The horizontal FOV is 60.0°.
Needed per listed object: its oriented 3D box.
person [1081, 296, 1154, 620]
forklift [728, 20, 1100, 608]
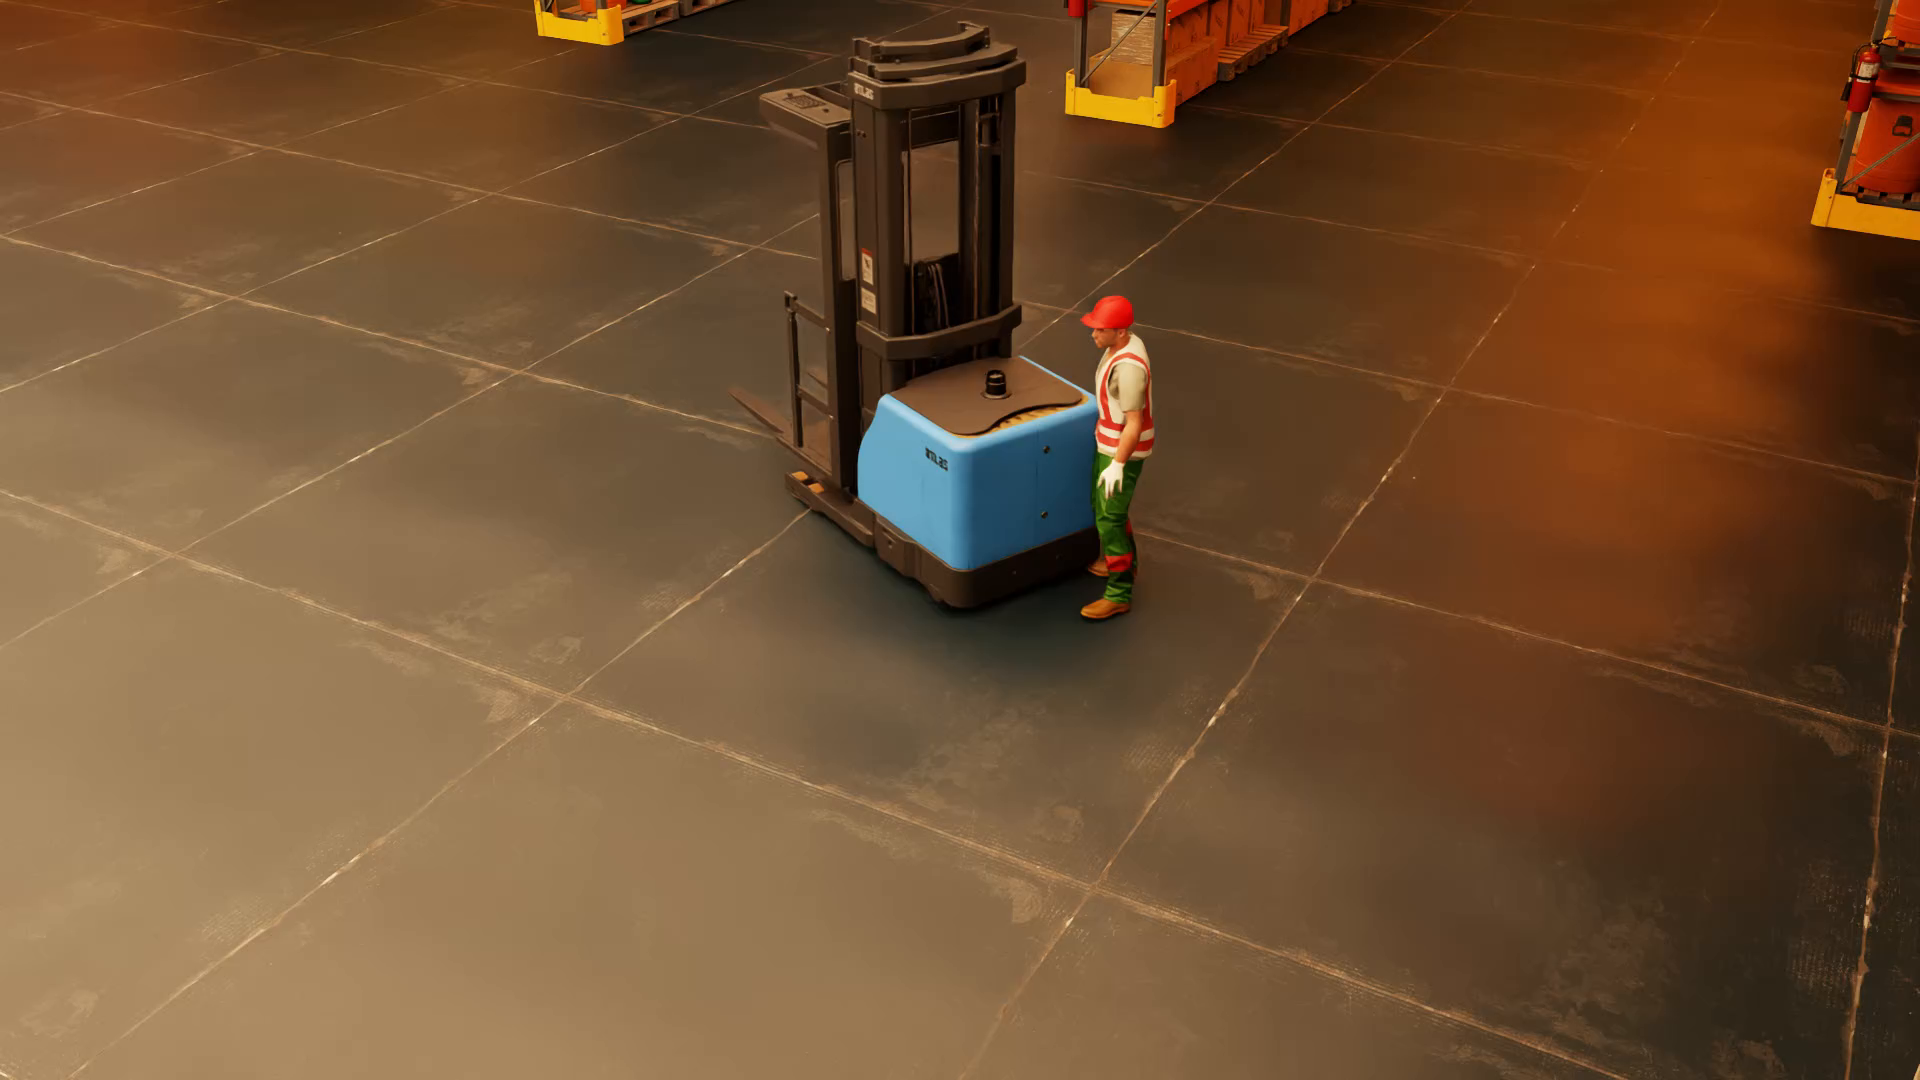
[{"bbox_3d":[0.847,-0.509,9.129,0.413,1.757,0.805,-1,30,-2],"label":"person"},{"bbox_3d":[-0.443,-1.578,9.805,1.130,2.935,3.031,-19,35,-30],"label":"forklift"}]
